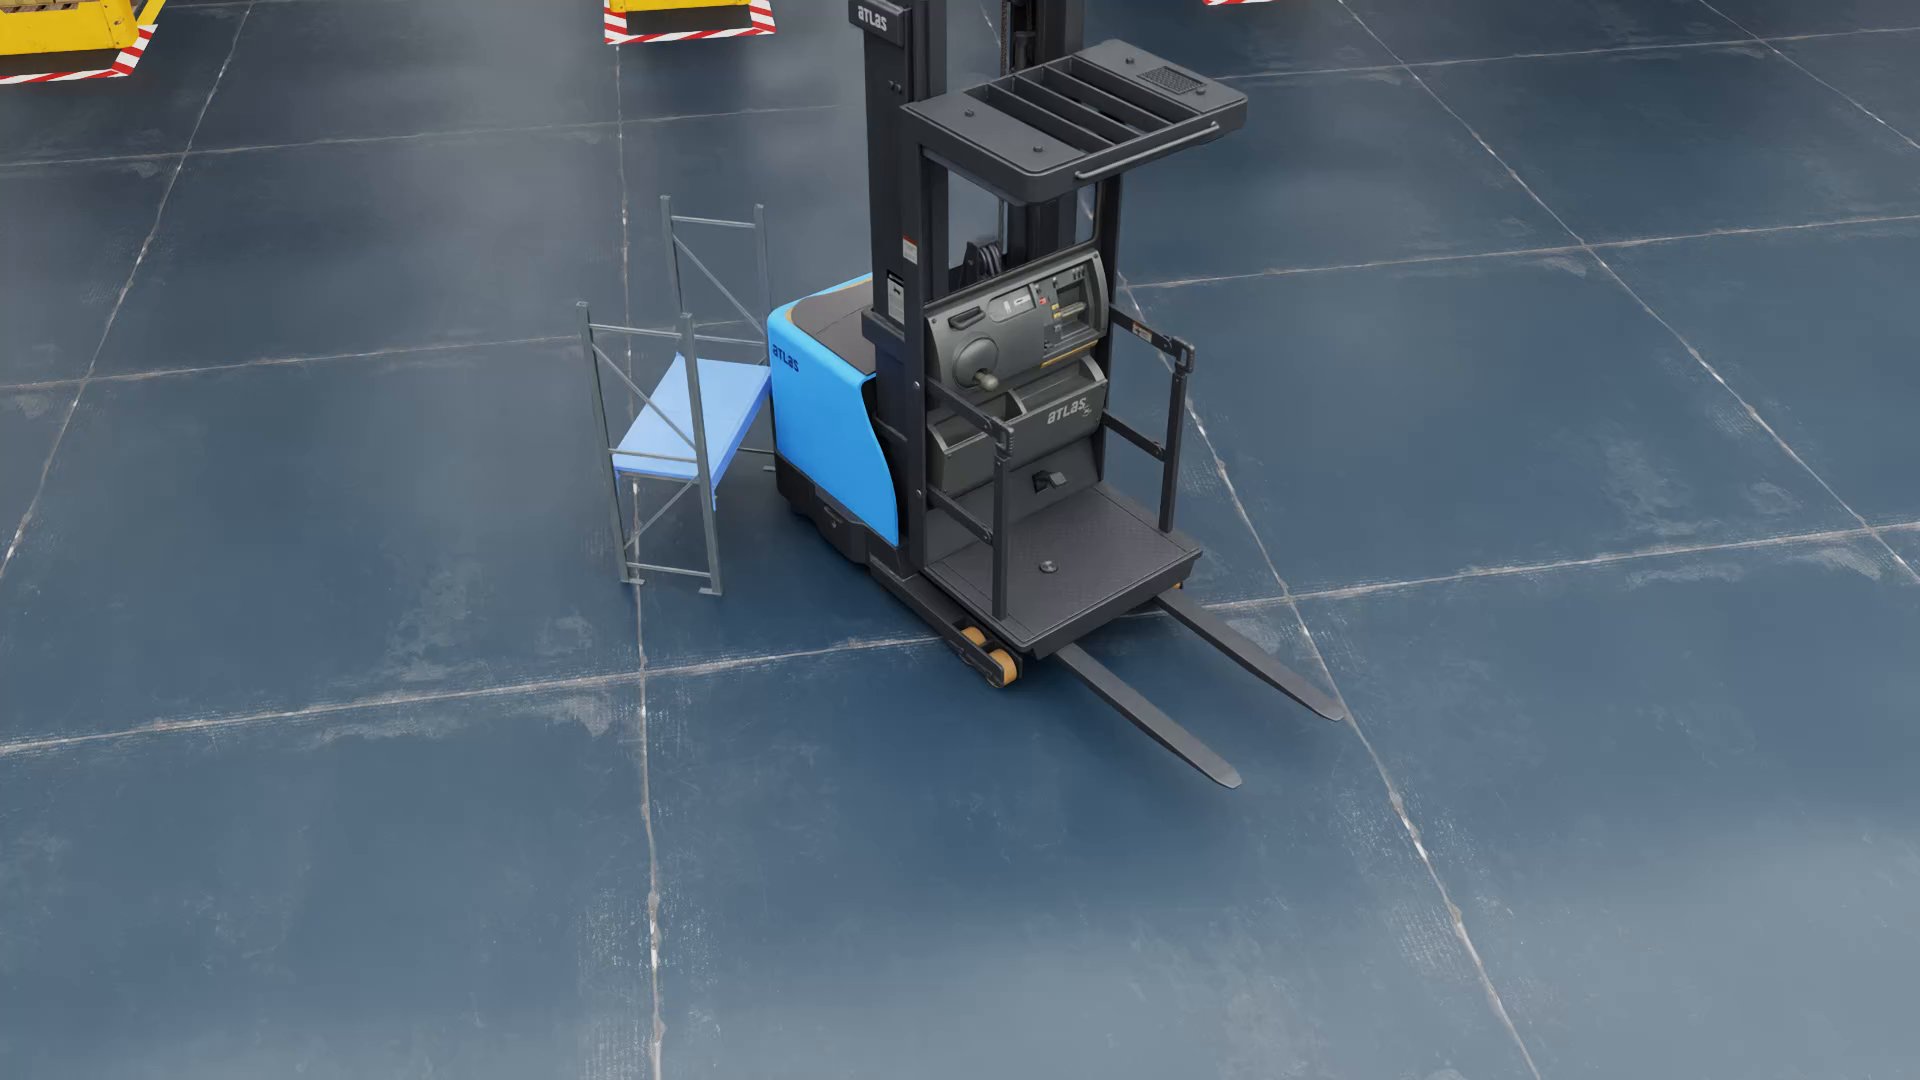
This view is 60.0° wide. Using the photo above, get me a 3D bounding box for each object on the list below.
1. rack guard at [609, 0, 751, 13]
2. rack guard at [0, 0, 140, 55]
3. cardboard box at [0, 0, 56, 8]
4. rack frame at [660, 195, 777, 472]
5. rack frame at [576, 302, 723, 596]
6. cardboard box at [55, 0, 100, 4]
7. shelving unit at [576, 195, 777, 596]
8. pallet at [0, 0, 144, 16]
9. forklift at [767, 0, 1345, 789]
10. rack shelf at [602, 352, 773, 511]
[{"bbox_3d":[-2.350,-4.725,13.825,1.175,0.500,0.348,-6,38,-8],"label":"rack guard"},{"bbox_3d":[-7.163,-4.139,13.071,1.175,0.500,0.348,-6,38,-8],"label":"rack guard"},{"bbox_3d":[-7.552,-4.513,13.413,0.500,0.250,0.500,-6,38,-8],"label":"cardboard box"},{"bbox_3d":[-1.155,-0.981,8.190,0.500,1.500,0.032,7,38,9],"label":"rack frame"},{"bbox_3d":[-1.363,-0.370,7.404,0.500,1.500,0.032,7,38,9],"label":"rack frame"},{"bbox_3d":[-7.042,-4.569,13.485,0.500,0.250,0.500,-6,38,-8],"label":"cardboard box"},{"bbox_3d":[-1.259,-0.676,7.797,0.538,1.500,1.048,7,38,9],"label":"shelving unit"},{"bbox_3d":[-7.343,-4.497,13.767,1.003,0.211,1.213,-6,38,-8],"label":"pallet"},{"bbox_3d":[0.389,-0.858,6.865,1.130,2.935,3.031,-26,45,-29],"label":"forklift"},{"bbox_3d":[-1.259,-0.534,7.907,0.538,0.185,1.000,7,38,9],"label":"rack shelf"}]
